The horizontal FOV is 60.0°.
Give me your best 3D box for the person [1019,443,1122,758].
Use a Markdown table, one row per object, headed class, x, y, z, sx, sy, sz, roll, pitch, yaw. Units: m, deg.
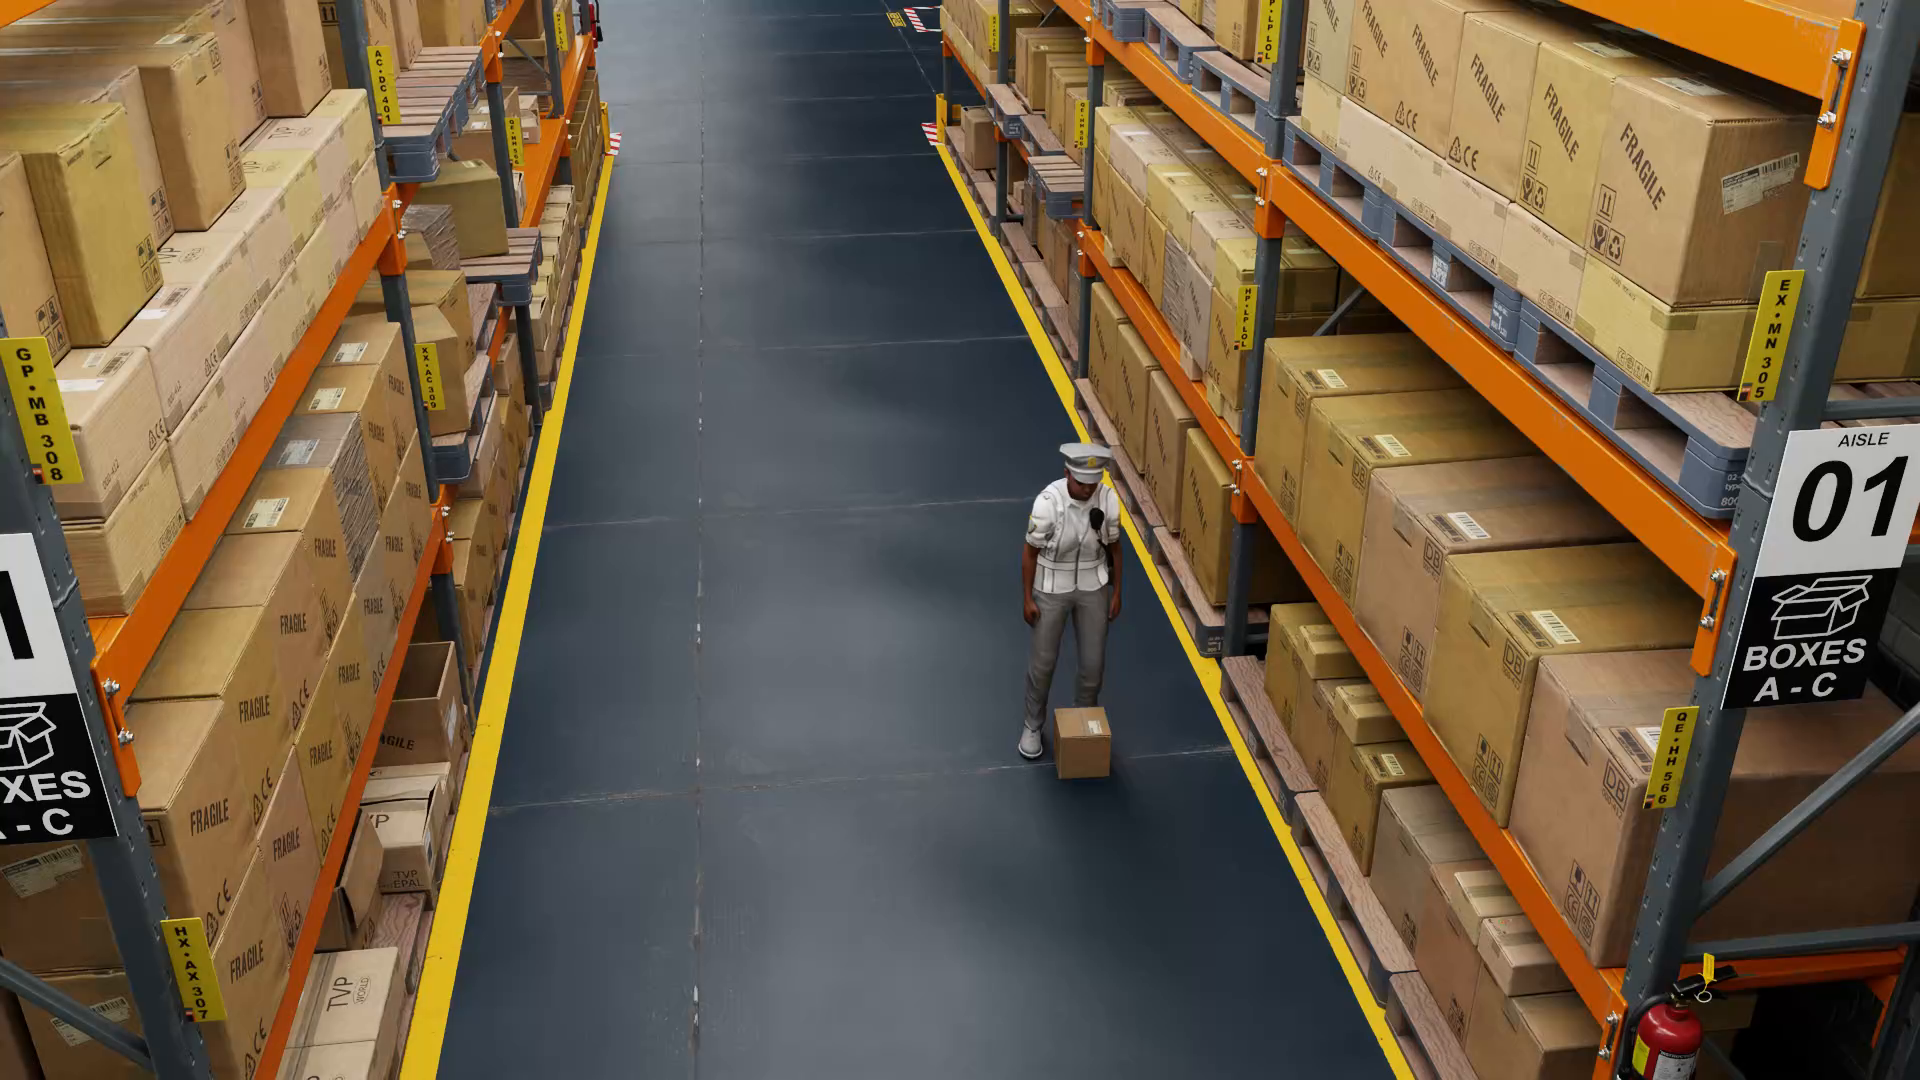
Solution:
| class | x | y | z | sx | sy | sz | roll | pitch | yaw |
| --- | --- | --- | --- | --- | --- | --- | --- | --- | --- |
| person | 0.538 | 0.273 | 8.092 | 0.515 | 1.657 | 0.400 | -4 | 28 | -8 |
